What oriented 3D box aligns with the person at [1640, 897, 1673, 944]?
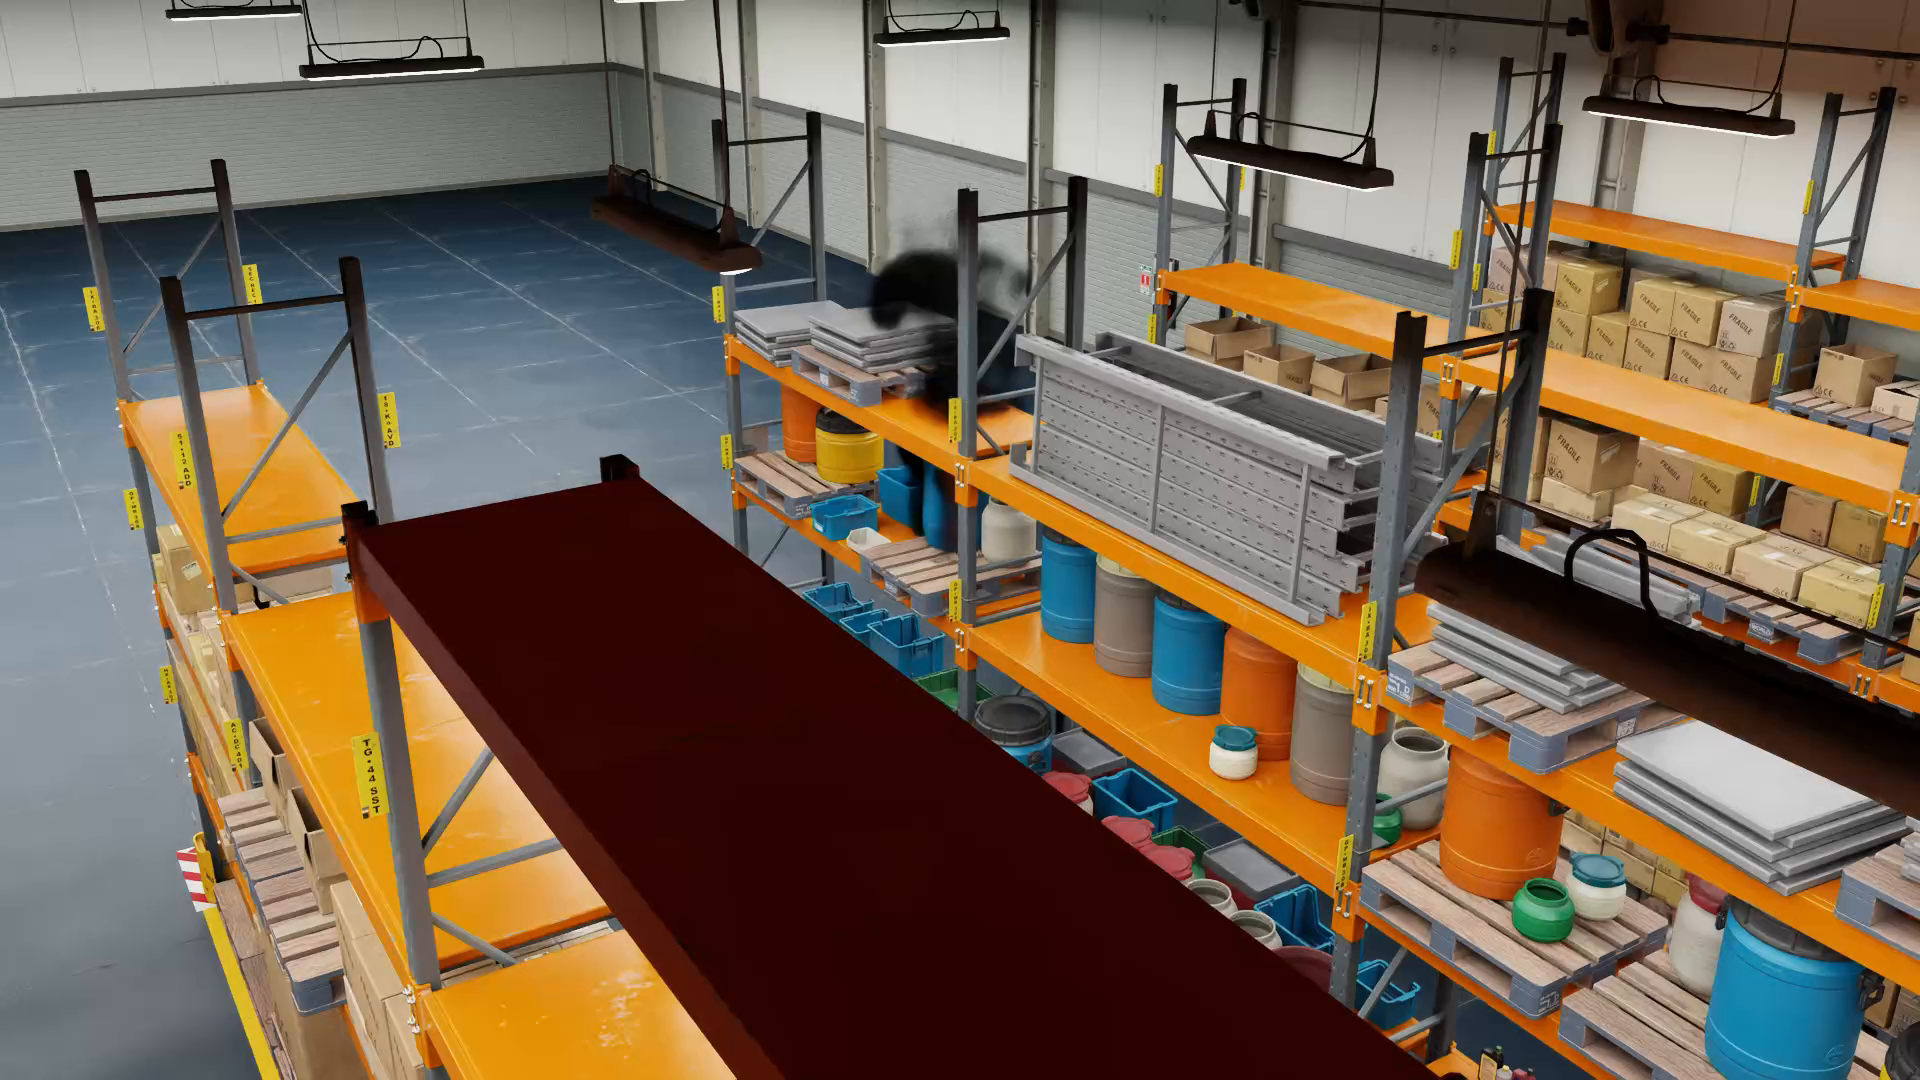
[{"bbox_3d":[4.658,3.128,11.447,0.656,1.582,0.506,20,29,40],"label":"person"}]
